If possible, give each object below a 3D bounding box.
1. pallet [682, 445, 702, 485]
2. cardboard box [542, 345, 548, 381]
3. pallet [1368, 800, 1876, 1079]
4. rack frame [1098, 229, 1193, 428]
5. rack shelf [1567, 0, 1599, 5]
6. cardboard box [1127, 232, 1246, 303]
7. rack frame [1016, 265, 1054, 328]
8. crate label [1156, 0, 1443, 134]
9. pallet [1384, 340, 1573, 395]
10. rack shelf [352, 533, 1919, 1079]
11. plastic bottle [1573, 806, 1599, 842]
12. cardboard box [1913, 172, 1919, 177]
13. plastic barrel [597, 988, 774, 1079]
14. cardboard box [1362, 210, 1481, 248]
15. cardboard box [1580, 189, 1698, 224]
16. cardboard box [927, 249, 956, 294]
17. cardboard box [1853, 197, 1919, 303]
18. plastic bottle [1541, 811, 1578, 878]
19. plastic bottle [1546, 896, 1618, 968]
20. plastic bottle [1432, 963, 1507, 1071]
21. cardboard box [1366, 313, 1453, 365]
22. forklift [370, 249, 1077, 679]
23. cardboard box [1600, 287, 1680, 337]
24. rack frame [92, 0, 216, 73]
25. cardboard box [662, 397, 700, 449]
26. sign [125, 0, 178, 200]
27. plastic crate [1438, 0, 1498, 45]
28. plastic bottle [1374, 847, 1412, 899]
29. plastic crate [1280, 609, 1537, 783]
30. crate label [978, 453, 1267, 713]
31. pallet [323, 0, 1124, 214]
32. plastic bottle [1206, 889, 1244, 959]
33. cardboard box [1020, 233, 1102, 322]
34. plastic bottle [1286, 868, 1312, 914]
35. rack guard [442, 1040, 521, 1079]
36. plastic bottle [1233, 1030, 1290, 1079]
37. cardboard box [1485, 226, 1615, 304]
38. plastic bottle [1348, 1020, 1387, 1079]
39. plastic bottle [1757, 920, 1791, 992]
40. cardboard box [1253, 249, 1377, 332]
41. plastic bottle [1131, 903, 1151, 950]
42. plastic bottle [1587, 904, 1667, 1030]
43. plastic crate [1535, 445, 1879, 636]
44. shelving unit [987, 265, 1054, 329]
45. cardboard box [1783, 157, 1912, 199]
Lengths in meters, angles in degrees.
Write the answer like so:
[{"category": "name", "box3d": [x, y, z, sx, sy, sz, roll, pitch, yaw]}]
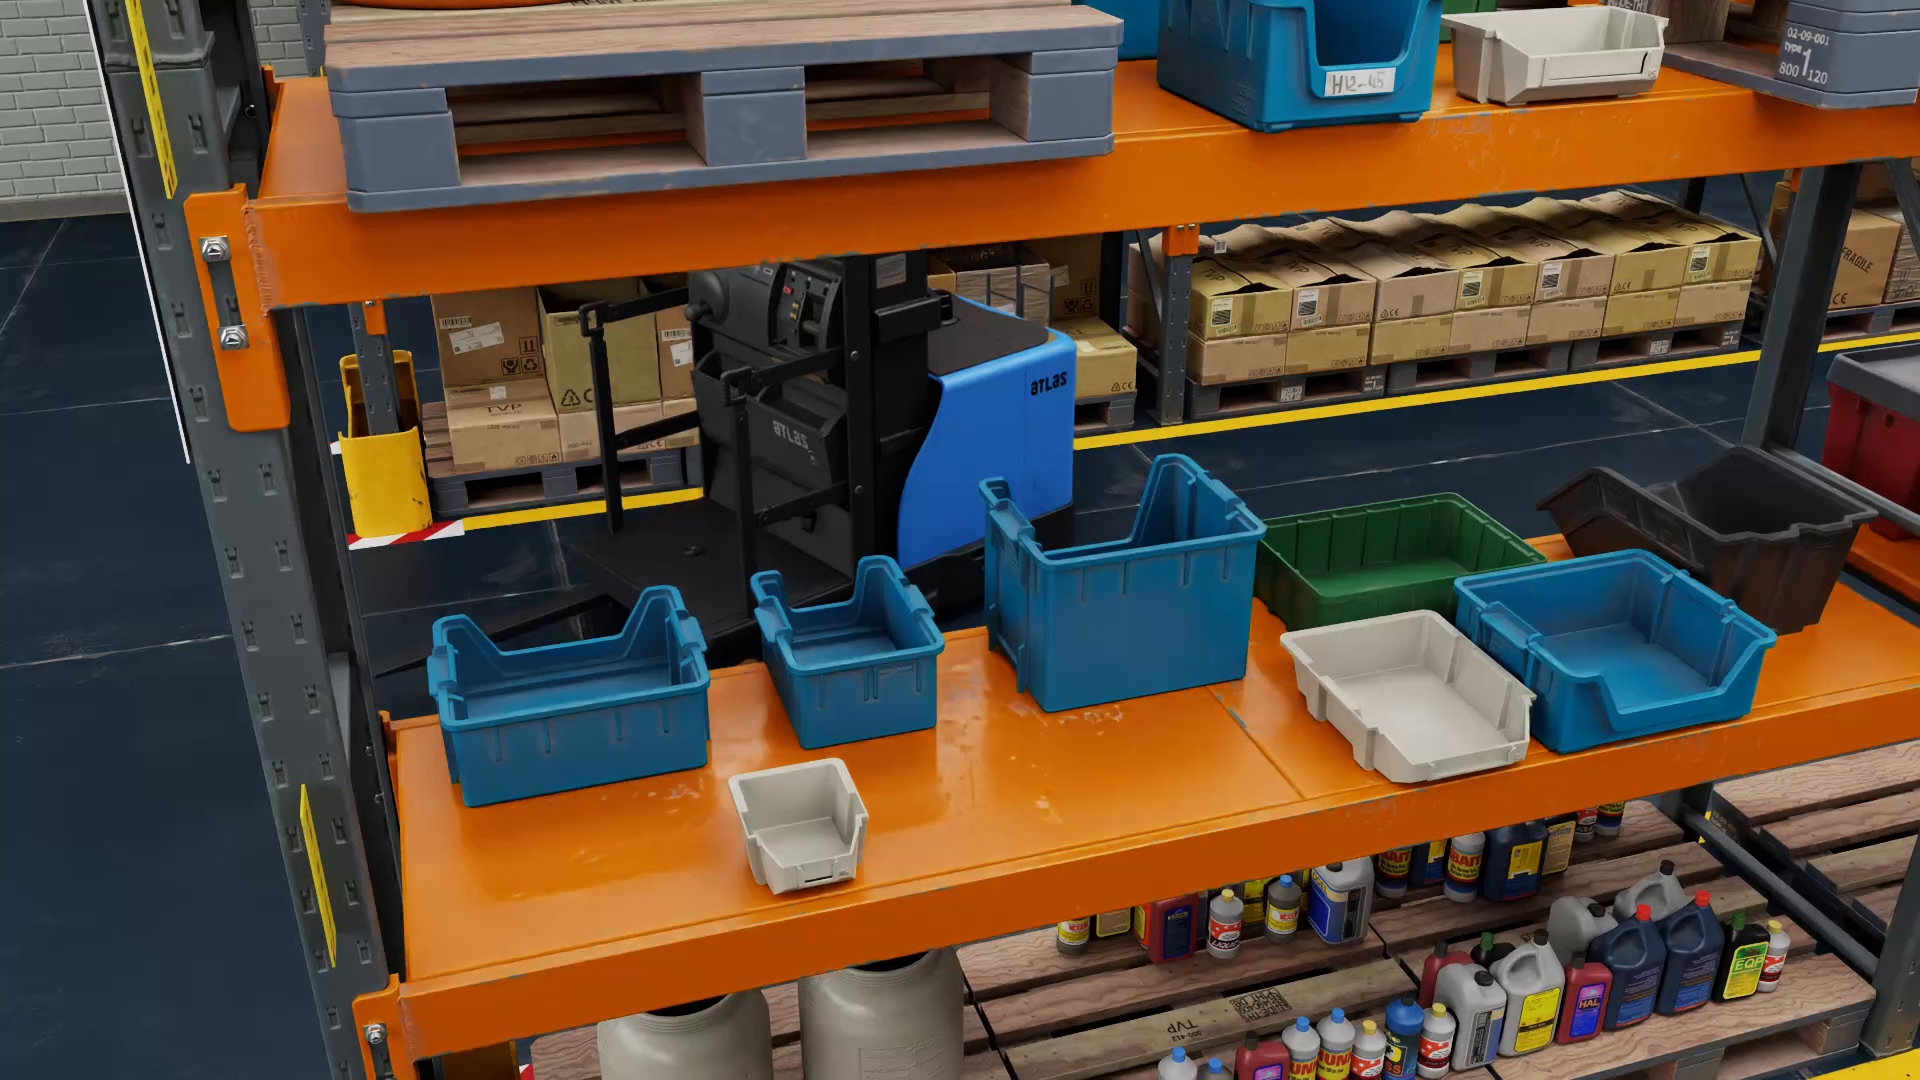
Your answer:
[{"category": "pallet", "box3d": [-0.938, -0.660, 8.841, 1.213, 0.211, 1.003, -8, 28, -16]}, {"category": "cardboard box", "box3d": [-1.920, -0.848, 8.706, 0.500, 0.250, 0.500, -8, 28, -16]}, {"category": "pallet", "box3d": [1.872, 1.249, 4.997, 1.213, 0.211, 1.003, -8, 28, -16]}, {"category": "rack frame", "box3d": [0.993, -2.170, 8.748, 0.127, 3.000, 1.000, -8, 28, -16]}, {"category": "rack shelf", "box3d": [5.161, -4.768, 14.790, 4.000, 0.370, 1.077, -8, 28, -16]}, {"category": "cardboard box", "box3d": [1.290, -1.555, 9.498, 0.500, 0.311, 0.500, -8, 28, -16]}, {"category": "rack frame", "box3d": [0.339, -0.677, 7.764, 0.006, 1.200, 0.240, -21, 33, -36]}, {"category": "crate label", "box3d": [0.603, -0.919, 3.022, 0.408, 0.251, 0.502, -8, 28, -16]}, {"category": "pallet", "box3d": [2.844, -1.209, 9.947, 1.213, 0.211, 1.003, -8, 28, -16]}, {"category": "rack shelf", "box3d": [0.622, 0.522, 4.133, 4.000, 0.370, 1.077, -8, 28, -16]}, {"category": "plastic bottle", "box3d": [1.988, 0.854, 5.309, 0.097, 0.201, 0.097, 0, 26, 0]}, {"category": "cardboard box", "box3d": [6.603, -2.172, 11.069, 0.500, 0.500, 0.500, -9, 28, -18]}, {"category": "plastic barrel", "box3d": [-0.677, 1.279, 4.126, 0.421, 0.512, 0.421, 0, 26, 0]}, {"category": "cardboard box", "box3d": [2.737, -1.764, 9.920, 0.500, 0.311, 0.500, -9, 28, -17]}, {"category": "cardboard box", "box3d": [4.208, -1.981, 10.355, 0.500, 0.311, 0.500, -7, 27, -14]}, {"category": "cardboard box", "box3d": [-0.333, -1.172, 8.514, 0.500, 0.500, 0.500, -8, 28, -16]}, {"category": "cardboard box", "box3d": [5.814, -1.815, 10.348, 0.500, 0.500, 0.500, -9, 28, -18]}, {"category": "plastic bottle", "box3d": [1.820, 0.904, 5.116, 0.133, 0.283, 0.061, -8, 28, -16]}, {"category": "plastic bottle", "box3d": [1.748, 1.126, 4.678, 0.135, 0.276, 0.152, -8, 28, -16]}, {"category": "plastic bottle", "box3d": [1.355, 1.250, 4.427, 0.135, 0.276, 0.152, -8, 27, -15]}, {"category": "cardboard box", "box3d": [2.432, -1.220, 9.453, 0.500, 0.250, 0.500, -9, 28, -18]}, {"category": "forklift", "box3d": [-0.925, -0.944, 6.356, 3.031, 2.935, 1.130, -21, 33, -36]}, {"category": "cardboard box", "box3d": [3.883, -1.429, 9.876, 0.500, 0.250, 0.500, -9, 28, -17]}, {"category": "rack frame", "box3d": [-1.280, -2.211, 2.085, 0.127, 3.000, 1.000, -8, 28, -16]}, {"category": "cardboard box", "box3d": [-1.281, -0.695, 8.396, 0.500, 0.250, 0.500, -8, 28, -16]}, {"category": "sign", "box3d": [-1.113, -0.639, 2.280, 0.005, 0.325, 0.100, -8, 28, -16]}, {"category": "plastic crate", "box3d": [0.939, -1.222, 3.702, 0.450, 0.188, 0.336, -8, 28, -16]}, {"category": "plastic bottle", "box3d": [1.320, 0.948, 5.041, 0.097, 0.271, 0.097, 0, 26, 0]}, {"category": "plastic crate", "box3d": [1.058, 0.374, 3.921, 0.437, 0.136, 0.530, -8, 28, -16]}, {"category": "crate label", "box3d": [0.387, 0.092, 4.152, 0.616, 0.435, 0.502, -8, 28, -16]}, {"category": "pallet", "box3d": [-0.463, -0.856, 2.940, 1.213, 0.211, 1.003, -8, 28, -16]}, {"category": "plastic bottle", "box3d": [0.767, 1.102, 4.810, 0.097, 0.201, 0.097, 0, 26, 0]}, {"category": "cardboard box", "box3d": [0.456, -1.531, 9.237, 0.500, 0.500, 0.500, -8, 28, -16]}, {"category": "plastic bottle", "box3d": [1.044, 0.935, 4.979, 0.185, 0.351, 0.144, -8, 28, -17]}, {"category": "rack guard", "box3d": [-1.222, 1.565, 4.036, 0.348, 0.500, 1.175, -8, 28, -16]}, {"category": "plastic bottle", "box3d": [0.762, 1.354, 4.209, 0.133, 0.283, 0.061, -8, 27, -15]}, {"category": "cardboard box", "box3d": [3.402, -1.610, 9.608, 0.500, 0.311, 0.500, -8, 28, -16]}, {"category": "plastic bottle", "box3d": [1.056, 1.339, 4.331, 0.097, 0.201, 0.097, 0, 26, 0]}, {"category": "plastic bottle", "box3d": [2.275, 1.163, 4.686, 0.097, 0.201, 0.097, 0, 26, 0]}, {"category": "cardboard box", "box3d": [1.941, -1.396, 9.178, 0.500, 0.311, 0.500, -9, 28, -17]}, {"category": "plastic bottle", "box3d": [0.579, 1.037, 4.856, 0.135, 0.276, 0.152, -8, 28, -16]}, {"category": "plastic bottle", "box3d": [1.818, 1.151, 4.542, 0.185, 0.351, 0.144, -10, 28, -19]}, {"category": "plastic crate", "box3d": [1.987, -0.029, 4.505, 0.504, 0.338, 0.767, -8, 28, -16]}, {"category": "shelving unit", "box3d": [0.271, -0.650, 7.709, 0.189, 1.200, 0.258, -21, 33, -36]}, {"category": "cardboard box", "box3d": [5.666, -2.372, 10.627, 0.500, 0.250, 0.500, -7, 27, -14]}]
